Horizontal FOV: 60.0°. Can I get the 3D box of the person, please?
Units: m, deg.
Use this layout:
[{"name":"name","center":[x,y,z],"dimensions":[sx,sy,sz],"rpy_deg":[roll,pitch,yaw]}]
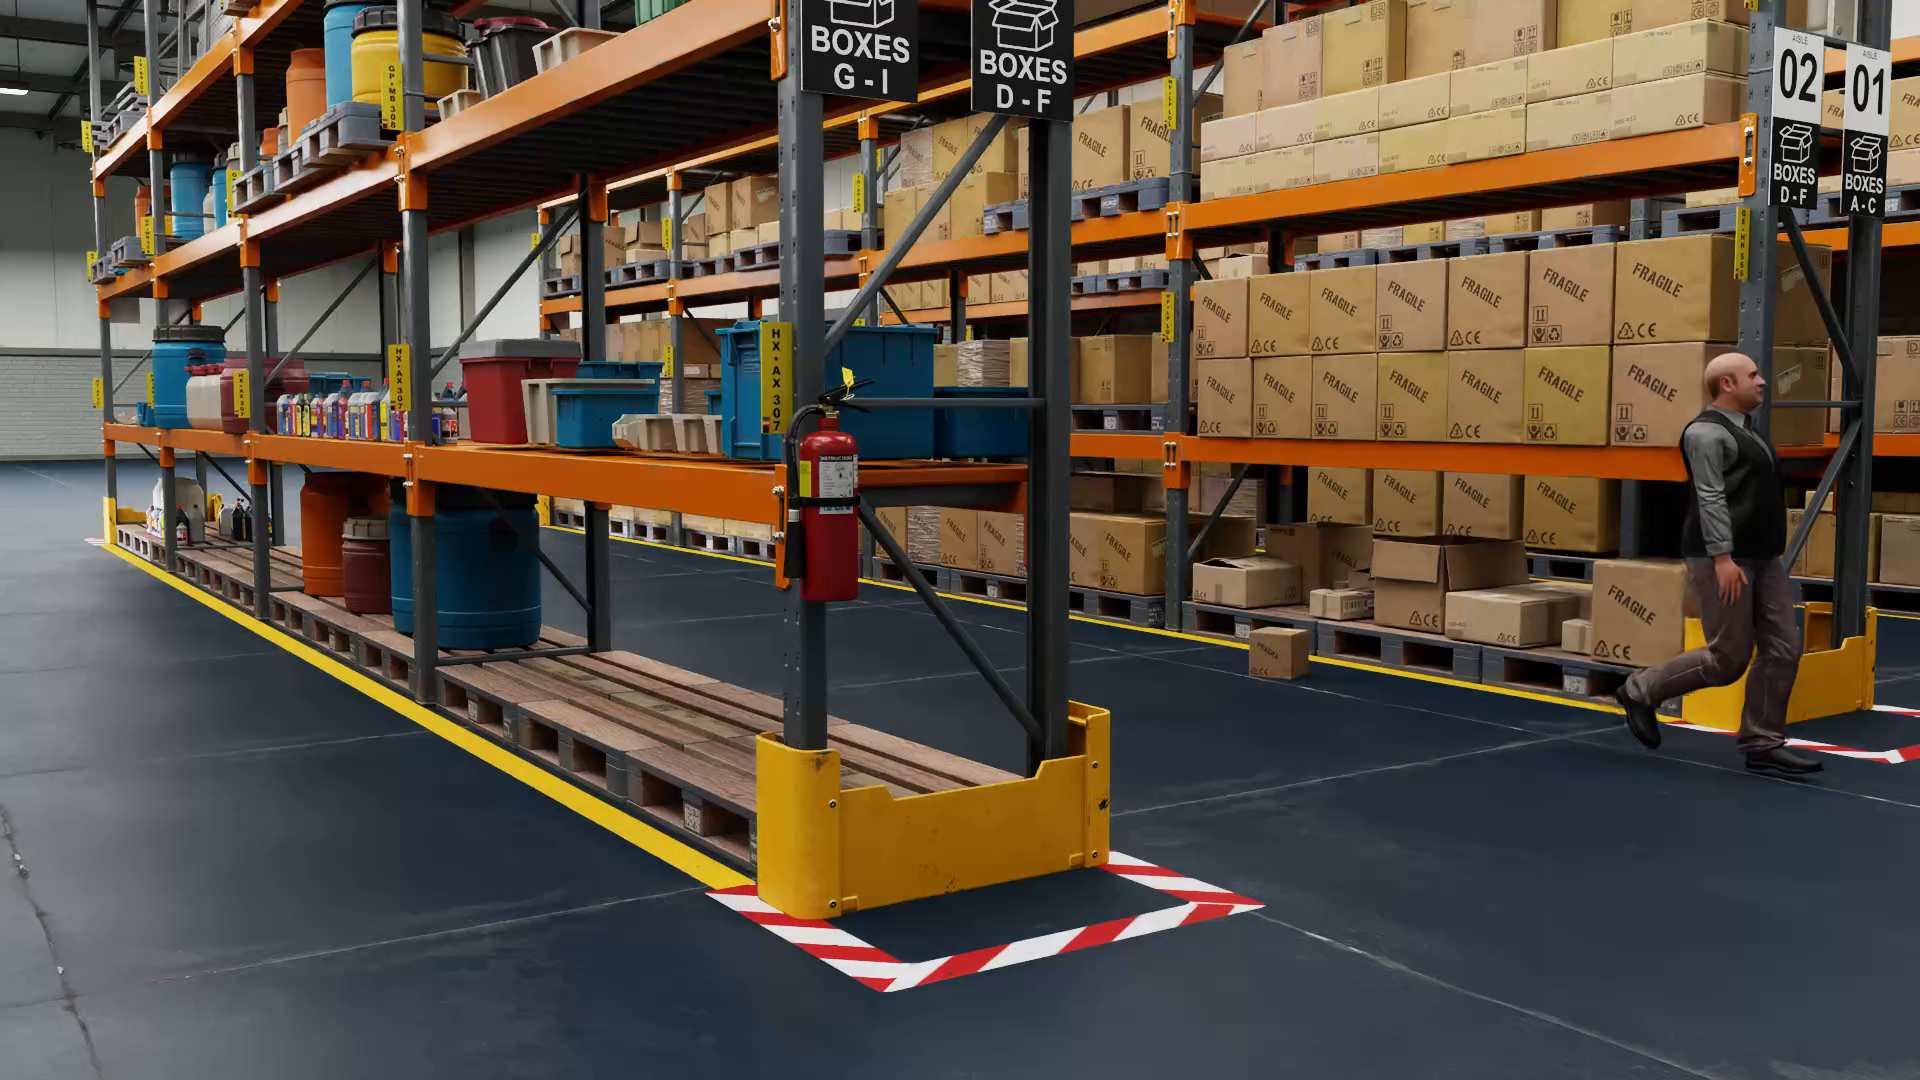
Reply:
[{"name":"person","center":[3.146,0.085,6.813],"dimensions":[0.531,1.693,0.773],"rpy_deg":[-4,6,-41]}]
